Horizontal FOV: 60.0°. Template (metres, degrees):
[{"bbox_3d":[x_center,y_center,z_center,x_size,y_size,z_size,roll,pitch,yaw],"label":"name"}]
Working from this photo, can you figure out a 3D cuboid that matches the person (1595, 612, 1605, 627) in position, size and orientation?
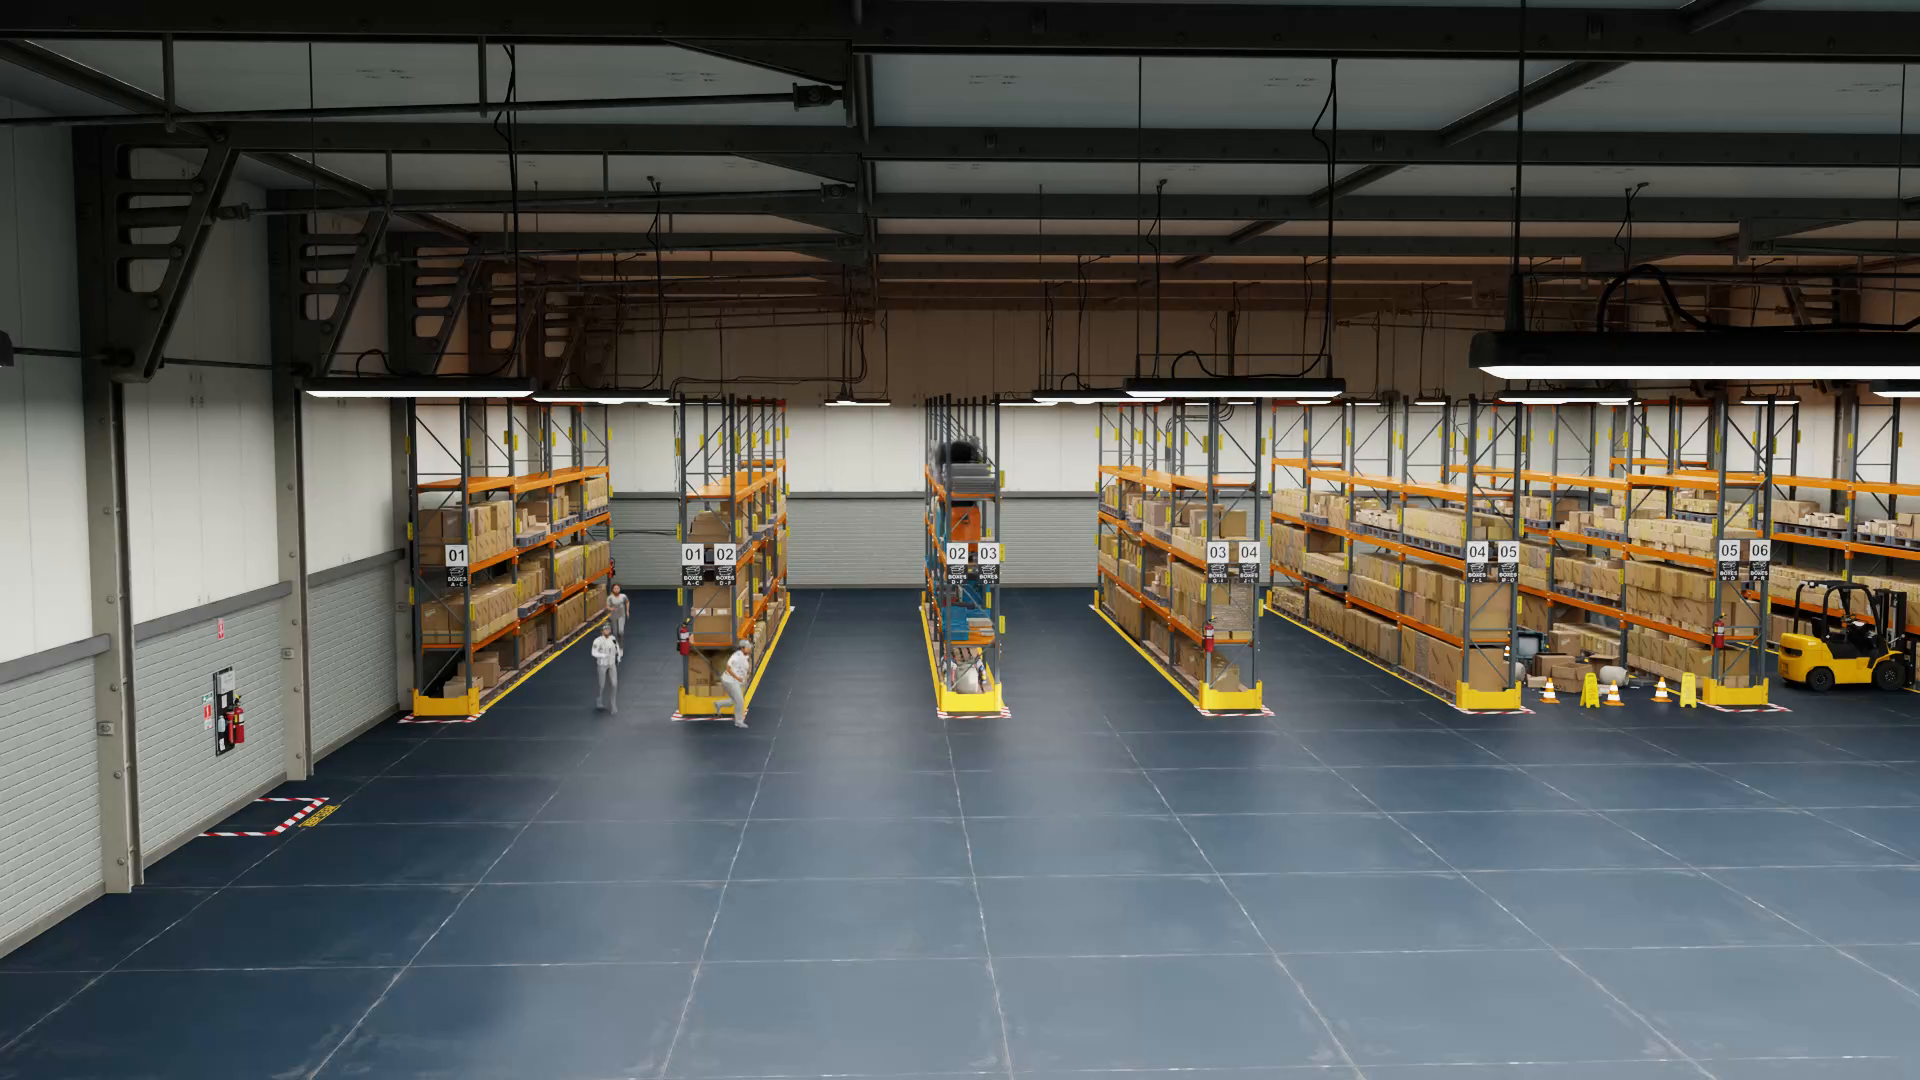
[{"bbox_3d":[16.165,1.501,42.438,0.652,1.746,0.975,0,5,-6],"label":"person"}]

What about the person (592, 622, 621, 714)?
[{"bbox_3d":[-6.678,2.415,31.421,0.612,1.762,0.745,-3,5,-29],"label":"person"}]

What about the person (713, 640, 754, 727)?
[{"bbox_3d":[-4.097,2.590,29.946,0.858,1.618,0.602,2,5,24],"label":"person"}]

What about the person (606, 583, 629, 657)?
[{"bbox_3d":[-7.928,1.850,38.493,0.513,1.713,0.801,-1,5,-8],"label":"person"}]
